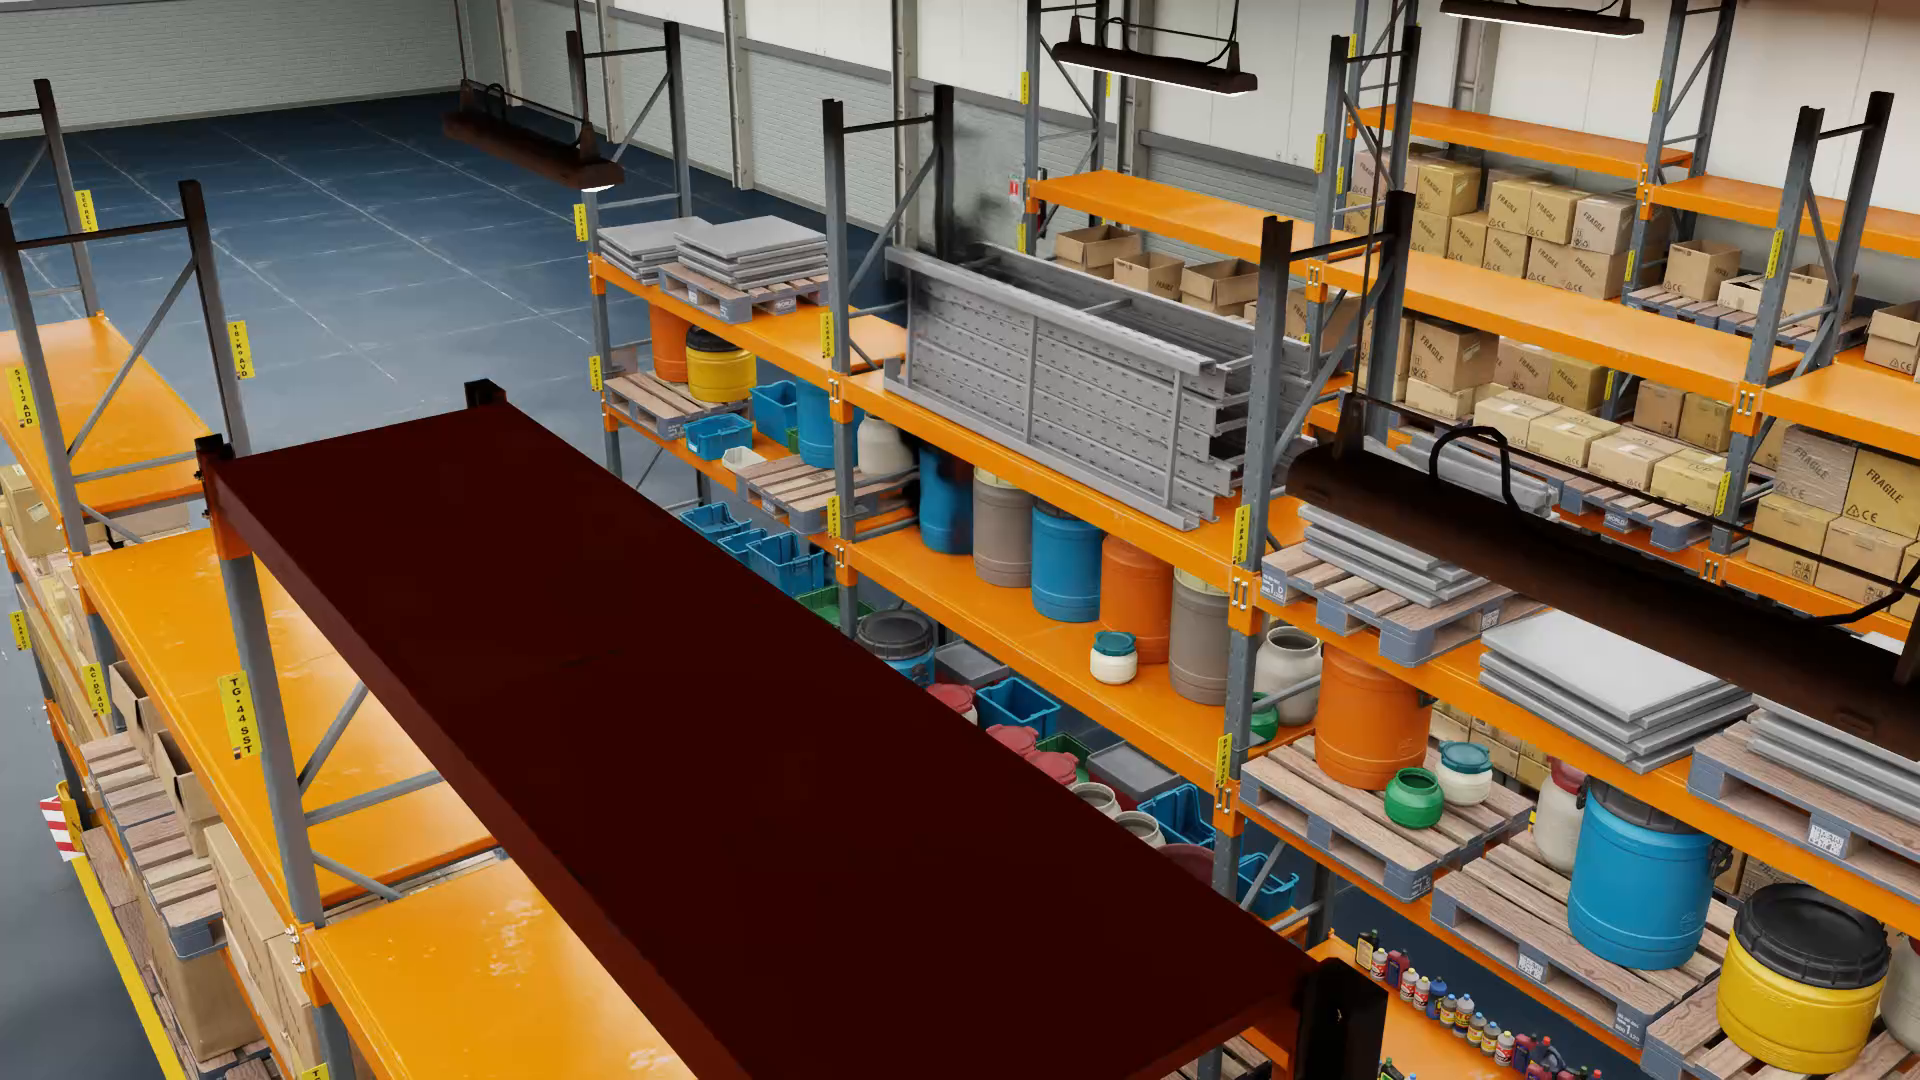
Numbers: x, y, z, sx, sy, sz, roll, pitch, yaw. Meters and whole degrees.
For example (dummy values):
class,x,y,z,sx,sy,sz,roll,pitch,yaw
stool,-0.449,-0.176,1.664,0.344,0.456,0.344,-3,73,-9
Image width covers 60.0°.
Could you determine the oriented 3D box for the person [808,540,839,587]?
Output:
class,x,y,z,sx,sy,sz,roll,pitch,yaw
person,-1.303,-0.025,16.517,0.569,1.576,0.557,22,33,39
